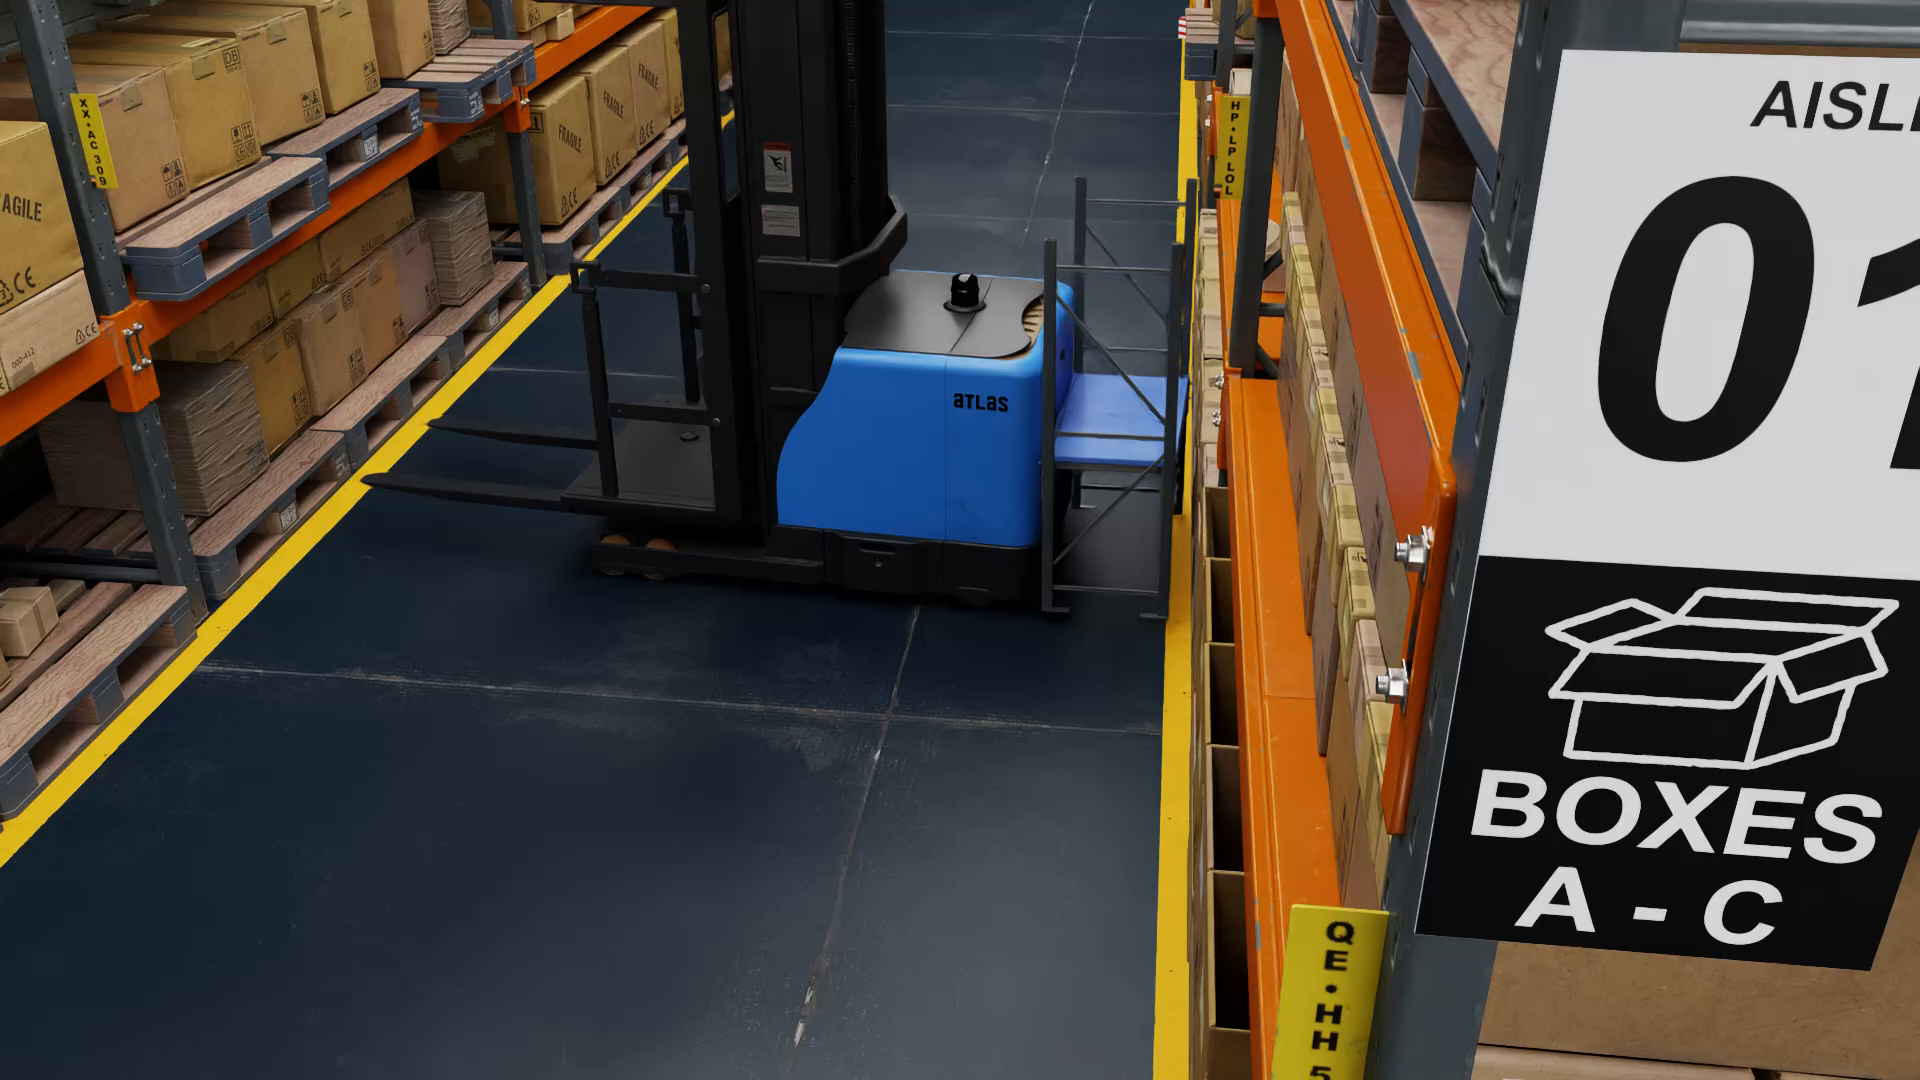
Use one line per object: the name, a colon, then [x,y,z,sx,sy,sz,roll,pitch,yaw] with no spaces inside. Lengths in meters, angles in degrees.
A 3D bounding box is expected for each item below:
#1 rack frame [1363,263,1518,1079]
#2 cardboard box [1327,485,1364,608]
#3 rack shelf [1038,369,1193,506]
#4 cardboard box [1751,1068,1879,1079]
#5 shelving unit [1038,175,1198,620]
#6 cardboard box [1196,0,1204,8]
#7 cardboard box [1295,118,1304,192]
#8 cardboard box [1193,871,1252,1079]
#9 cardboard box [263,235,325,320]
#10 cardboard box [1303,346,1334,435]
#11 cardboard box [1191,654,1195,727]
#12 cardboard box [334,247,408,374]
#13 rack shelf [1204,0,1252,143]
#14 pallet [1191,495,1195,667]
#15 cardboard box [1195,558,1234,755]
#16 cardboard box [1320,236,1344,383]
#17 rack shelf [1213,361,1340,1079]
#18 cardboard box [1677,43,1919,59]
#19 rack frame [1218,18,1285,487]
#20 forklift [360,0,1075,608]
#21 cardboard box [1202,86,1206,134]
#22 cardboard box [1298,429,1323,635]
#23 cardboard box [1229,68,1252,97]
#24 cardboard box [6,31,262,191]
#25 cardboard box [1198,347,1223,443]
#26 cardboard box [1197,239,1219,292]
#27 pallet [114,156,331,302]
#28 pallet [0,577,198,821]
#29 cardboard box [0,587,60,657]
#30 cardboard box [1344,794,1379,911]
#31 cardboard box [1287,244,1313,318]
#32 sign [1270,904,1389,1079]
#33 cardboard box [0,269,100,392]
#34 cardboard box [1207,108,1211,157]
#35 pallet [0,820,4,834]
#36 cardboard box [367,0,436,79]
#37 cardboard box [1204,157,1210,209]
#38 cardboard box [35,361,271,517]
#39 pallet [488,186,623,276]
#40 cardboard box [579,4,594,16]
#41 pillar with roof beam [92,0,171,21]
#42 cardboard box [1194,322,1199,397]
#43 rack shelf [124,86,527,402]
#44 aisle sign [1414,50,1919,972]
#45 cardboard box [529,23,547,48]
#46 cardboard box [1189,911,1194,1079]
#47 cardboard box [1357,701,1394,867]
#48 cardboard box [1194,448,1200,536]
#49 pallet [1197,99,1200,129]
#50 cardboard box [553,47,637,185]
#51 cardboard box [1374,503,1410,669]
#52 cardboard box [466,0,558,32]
rack frame: [0.908,1.153,1.947,1.000,3.000,0.127,3,28,6]
cardboard box: [0.923,0.023,3.256,0.380,0.149,0.250,4,29,8]
rack shelf: [0.652,-0.437,6.788,0.538,0.185,1.000,3,25,9]
cardboard box: [1.170,0.651,2.089,0.380,0.149,0.250,3,28,6]
shelving unit: [0.649,-0.600,6.712,0.538,1.500,1.048,3,25,9]
cardboard box: [2.459,-4.887,15.594,0.500,0.250,0.500,3,28,6]
cardboard box: [1.573,-1.382,6.548,0.500,0.500,0.500,5,29,10]
cardboard box: [0.787,1.107,3.698,0.500,0.500,0.500,3,28,6]
cardboard box: [-3.334,-1.239,7.769,0.500,0.250,0.500,3,28,5]
cardboard box: [1.019,-0.337,3.924,0.380,0.149,0.250,3,28,5]
cardboard box: [1.041,0.496,5.622,0.500,0.250,0.500,3,28,6]
cardboard box: [-3.276,-1.179,8.447,0.700,0.500,0.500,3,28,6]
rack shelf: [2.134,-3.238,10.855,1.077,0.370,4.000,3,28,6]
pallet: [1.450,0.149,6.752,1.003,0.211,1.213,3,28,6]
cardboard box: [0.977,0.401,5.008,0.500,0.500,0.500,3,28,6]
cardboard box: [1.228,-0.662,3.843,0.700,0.500,0.500,3,28,6]
rack shelf: [1.153,0.528,3.865,1.077,0.370,4.000,3,28,6]
cardboard box: [0.983,-0.730,1.580,0.797,0.503,0.637,5,29,10]
rack frame: [1.398,-0.730,5.442,1.000,3.000,0.127,3,28,6]
forklift: [-1.073,-1.361,6.687,3.031,2.935,1.130,6,29,10]
cardboard box: [2.023,-3.124,12.057,0.500,0.500,0.500,4,29,7]
cardboard box: [1.227,-0.080,4.131,0.700,0.500,0.500,4,29,7]
cardboard box: [1.587,-2.164,8.198,0.500,0.311,0.500,3,28,6]
cardboard box: [-3.347,-1.754,6.774,0.700,0.500,0.500,6,29,11]
cardboard box: [1.285,-0.639,7.138,0.500,0.311,0.500,3,28,6]
cardboard box: [1.477,-1.357,8.471,0.500,0.311,0.500,3,28,5]
pallet: [-3.280,-1.283,6.671,1.003,0.211,1.213,3,28,6]
pallet: [-3.566,0.530,6.044,1.003,0.211,1.213,3,28,6]
cardboard box: [-3.554,0.291,6.070,0.380,0.166,0.250,0,28,0]
cardboard box: [1.038,0.642,2.789,0.700,0.500,0.500,4,29,8]
cardboard box: [1.113,-0.705,4.606,0.380,0.149,0.250,3,28,5]
sign: [0.371,0.501,1.687,0.100,0.325,0.005,3,28,6]
cardboard box: [-3.276,-0.718,5.558,0.500,0.250,0.500,3,29,6]
cardboard box: [1.773,-2.517,10.140,0.500,0.250,0.500,4,29,8]
pallet: [-3.713,1.106,4.975,1.003,0.211,1.213,3,28,6]
cardboard box: [-3.118,-2.650,8.437,0.700,0.500,0.500,1,28,1]
cardboard box: [1.770,-2.160,10.268,0.500,0.500,0.500,4,29,8]
cardboard box: [-3.445,-0.457,7.107,0.700,0.500,0.500,4,29,8]
pallet: [-2.857,-2.038,10.810,1.003,0.211,1.213,3,28,6]
cardboard box: [-2.628,-3.546,10.913,0.380,0.149,0.250,4,29,7]
pillar with roof beam: [0.226,-4.728,6.539,9.100,9.000,0.400,3,28,6]
cardboard box: [1.414,-0.876,8.170,0.500,0.250,0.500,3,28,5]
rack shelf: [-3.273,-1.641,7.891,1.077,0.370,4.000,3,28,6]
aisle sign: [0.609,0.022,1.305,0.394,0.787,0.004,3,28,6]
cardboard box: [-2.719,-3.057,10.005,0.380,0.149,0.250,4,29,7]
cardboard box: [0.853,1.202,4.312,0.500,0.250,0.500,3,28,6]
cardboard box: [0.828,0.389,2.576,0.380,0.149,0.250,3,28,5]
cardboard box: [1.225,-0.154,6.830,0.500,0.250,0.500,3,28,5]
pallet: [2.464,-3.591,13.694,1.003,0.211,1.213,3,28,6]
cardboard box: [-2.694,-2.888,11.272,0.750,0.750,0.750,3,28,6]
cardboard box: [1.044,0.046,2.529,0.700,0.500,0.500,3,28,5]
cardboard box: [-2.715,-3.296,9.766,0.500,0.500,0.500,4,29,8]
